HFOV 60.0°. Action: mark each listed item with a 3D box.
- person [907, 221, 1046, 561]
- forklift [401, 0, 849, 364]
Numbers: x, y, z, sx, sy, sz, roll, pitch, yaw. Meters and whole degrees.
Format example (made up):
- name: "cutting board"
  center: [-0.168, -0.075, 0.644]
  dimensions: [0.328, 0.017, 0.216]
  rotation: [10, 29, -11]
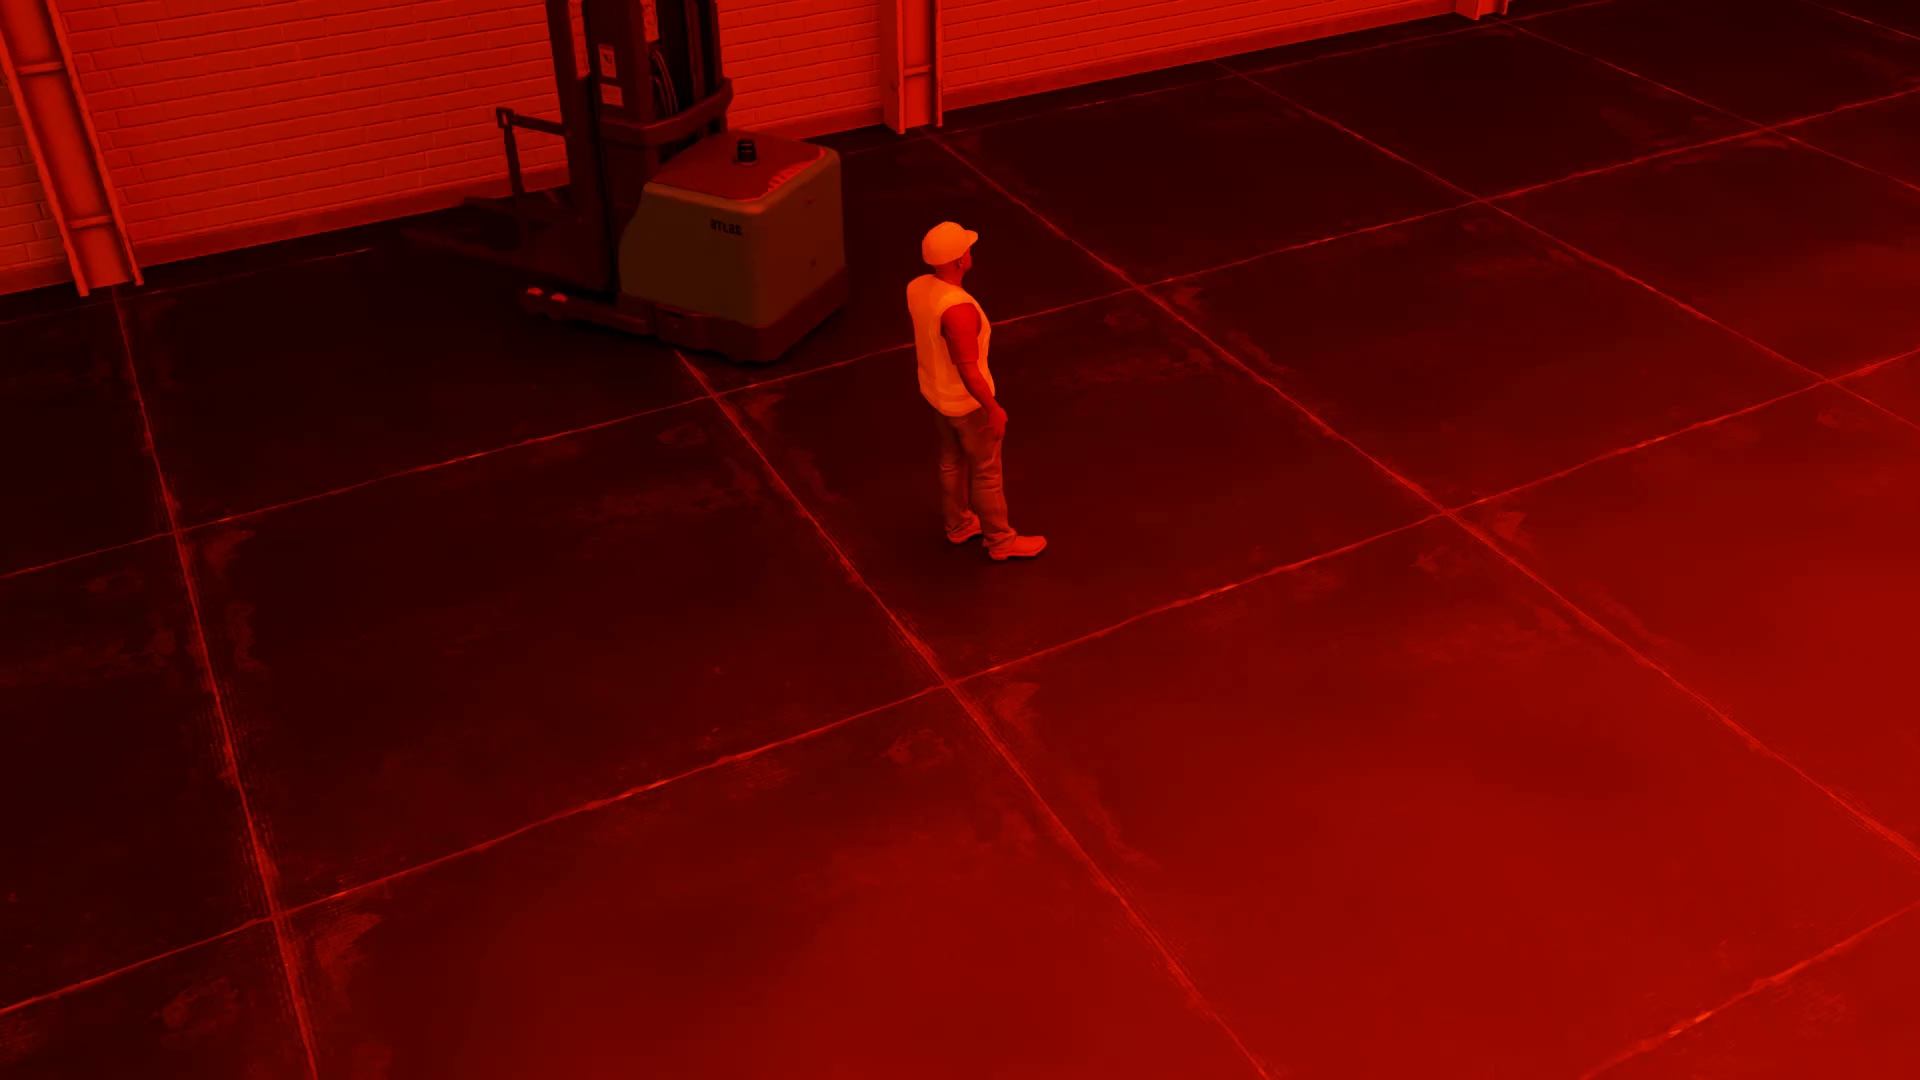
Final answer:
- name: "person"
  center: [0.064, -0.743, 8.170]
  dimensions: [0.577, 1.765, 0.665]
  rotation: [-17, 39, -23]
- name: "forklift"
  center: [-2.268, -2.857, 10.164]
  dimensions: [3.031, 2.935, 1.130]
  rotation: [16, 38, 22]
